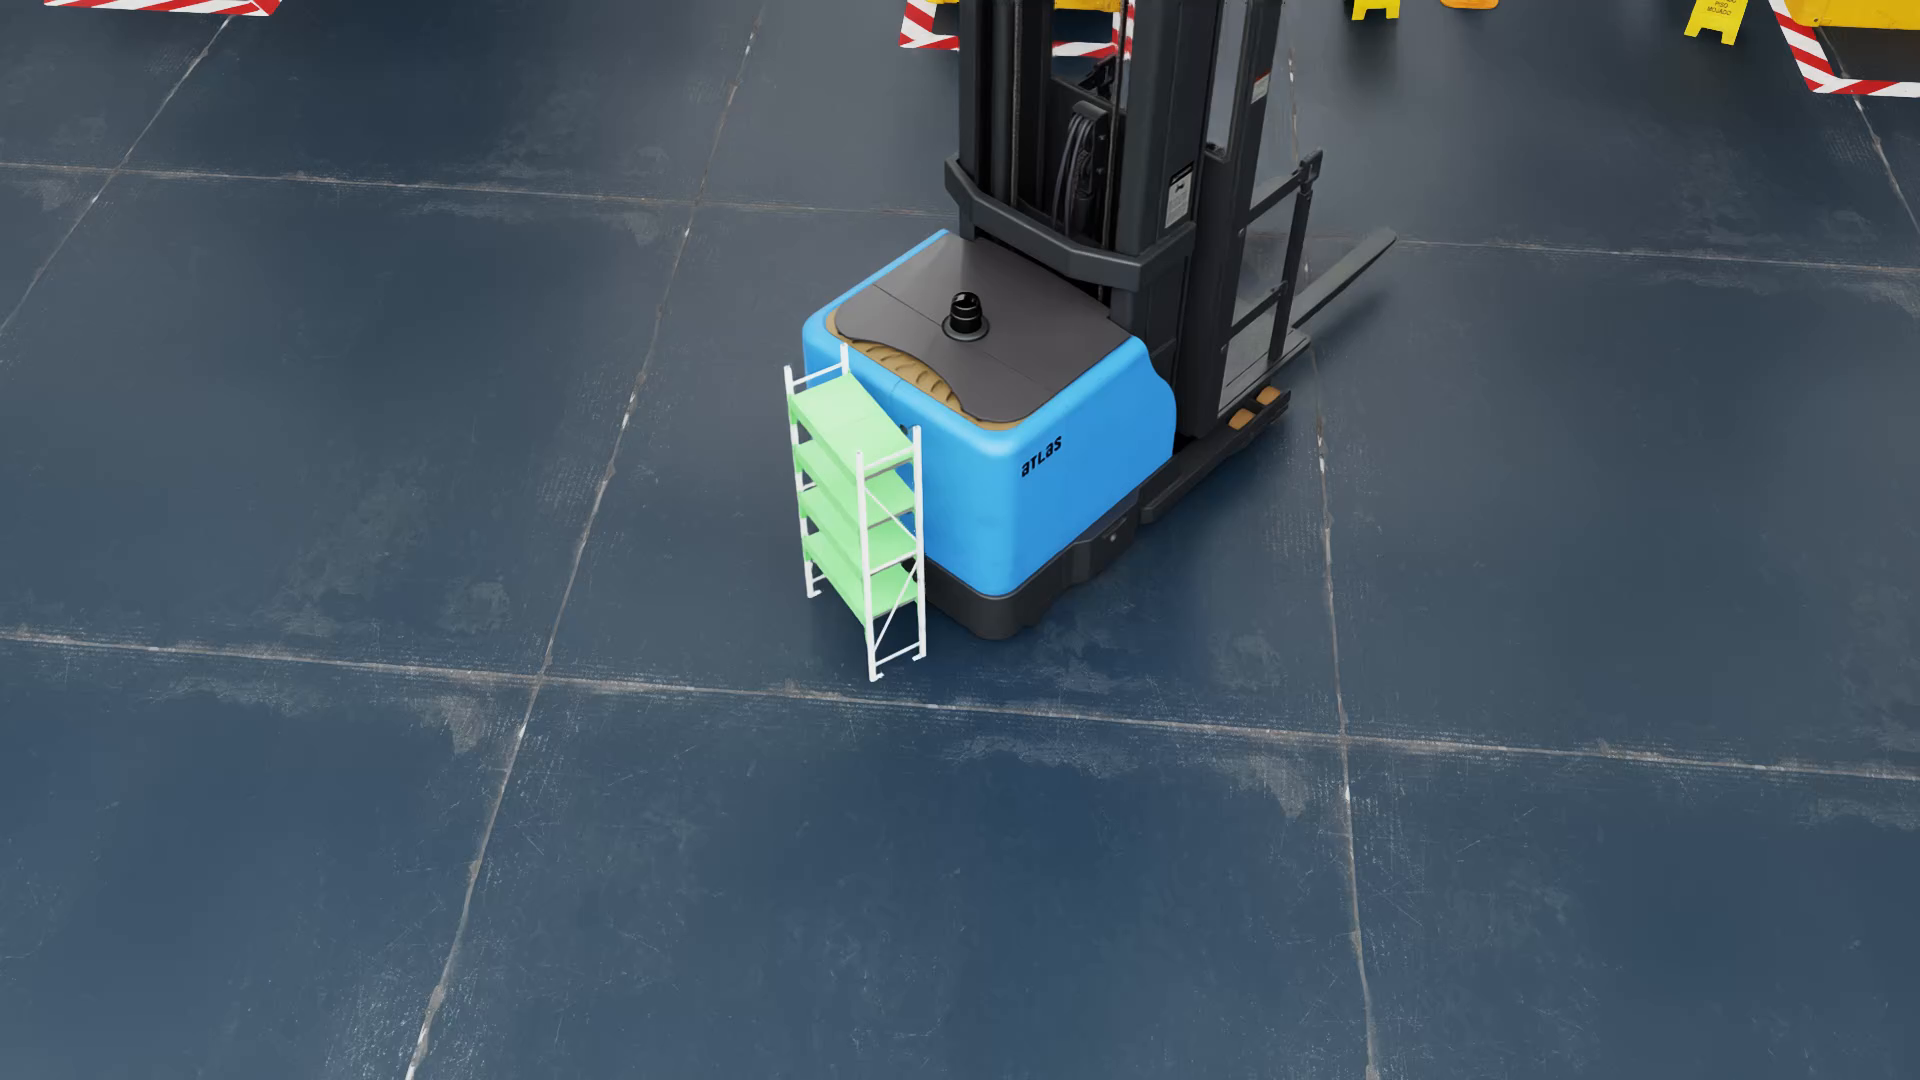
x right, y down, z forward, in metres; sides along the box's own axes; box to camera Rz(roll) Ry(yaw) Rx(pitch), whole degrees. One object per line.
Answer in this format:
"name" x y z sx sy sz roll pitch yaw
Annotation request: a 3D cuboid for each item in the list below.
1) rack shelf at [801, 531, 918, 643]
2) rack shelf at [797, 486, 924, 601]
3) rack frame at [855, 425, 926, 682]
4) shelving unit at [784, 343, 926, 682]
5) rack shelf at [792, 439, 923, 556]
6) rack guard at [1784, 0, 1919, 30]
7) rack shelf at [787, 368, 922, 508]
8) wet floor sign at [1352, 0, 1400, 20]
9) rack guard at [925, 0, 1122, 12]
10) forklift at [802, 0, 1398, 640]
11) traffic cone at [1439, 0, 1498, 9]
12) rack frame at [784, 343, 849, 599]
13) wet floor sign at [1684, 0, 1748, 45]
"rack shelf" -0.365 0.132 6.228 0.258 0.148 0.480 -25 52 -21
"rack shelf" -0.365 -0.030 6.051 0.258 0.148 0.480 -25 52 -21
"rack frame" -0.235 0.079 5.865 0.240 1.200 0.015 -25 52 -21
"shelving unit" -0.365 -0.073 6.004 0.258 1.200 0.503 -25 52 -21
"rack shelf" -0.365 -0.192 5.874 0.258 0.148 0.480 -25 52 -21
"rack guard" 5.328 -3.167 9.308 1.175 0.500 0.348 4 48 4
"rack shelf" -0.365 -0.354 5.697 0.258 0.148 0.480 -25 52 -21
"wet floor sign" 2.352 -3.265 9.299 0.267 0.644 0.232 -4 48 -3
"rack guard" 0.381 -3.352 9.477 1.175 0.500 0.348 4 48 4
"forklift" 0.775 -1.613 6.239 1.130 2.935 3.031 34 56 27
"traffic cone" 2.940 -3.326 9.479 0.336 0.463 0.334 4 48 4
"rack frame" -0.494 -0.226 6.144 0.240 1.200 0.015 -25 52 -21
"wet floor sign" 4.239 -3.093 9.141 0.267 0.644 0.232 19 50 17
